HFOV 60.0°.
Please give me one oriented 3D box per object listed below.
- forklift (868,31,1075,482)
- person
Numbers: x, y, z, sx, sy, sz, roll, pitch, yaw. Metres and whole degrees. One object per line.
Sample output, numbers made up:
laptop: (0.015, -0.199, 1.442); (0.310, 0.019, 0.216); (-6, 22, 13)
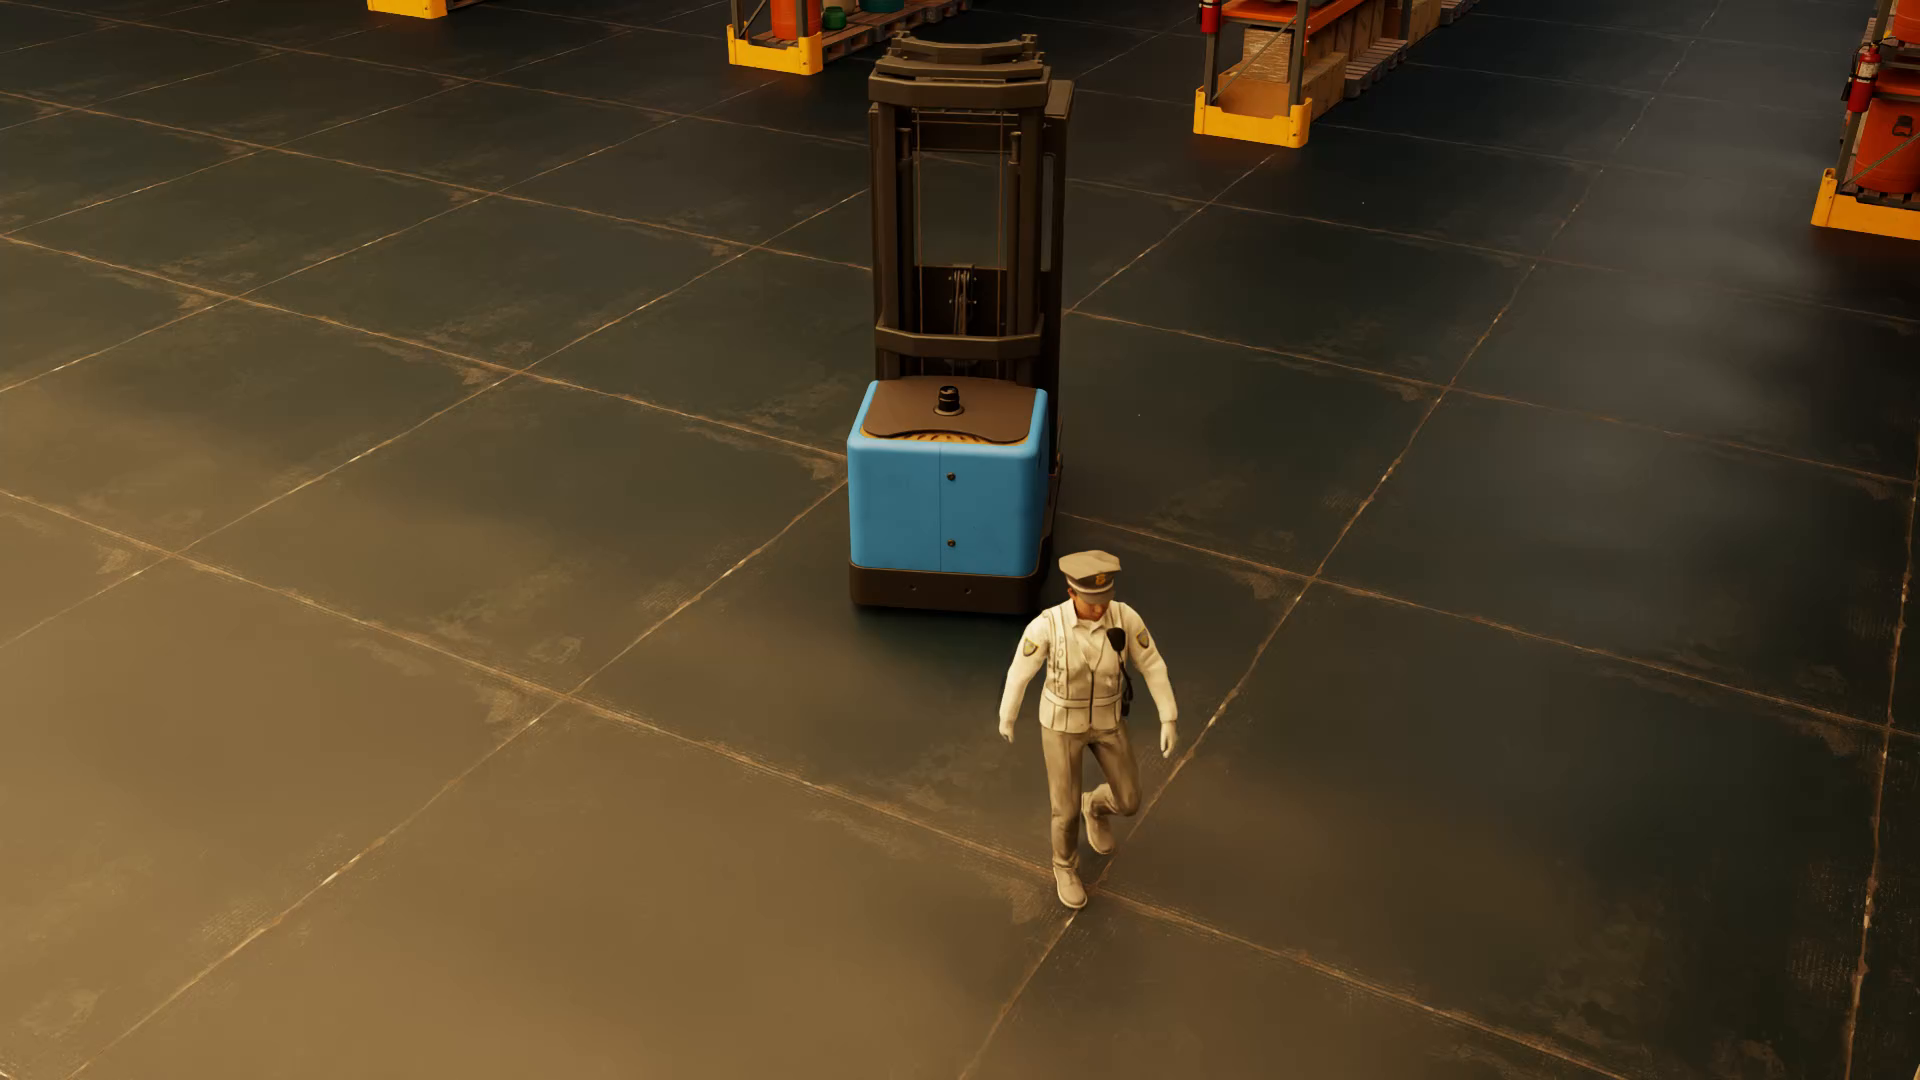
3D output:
forklift: (0.076, -1.571, 9.793); (1.121, 2.935, 3.031); (3, 30, 6)
person: (0.526, 0.772, 7.024); (0.694, 1.649, 0.508); (-6, 31, -11)
